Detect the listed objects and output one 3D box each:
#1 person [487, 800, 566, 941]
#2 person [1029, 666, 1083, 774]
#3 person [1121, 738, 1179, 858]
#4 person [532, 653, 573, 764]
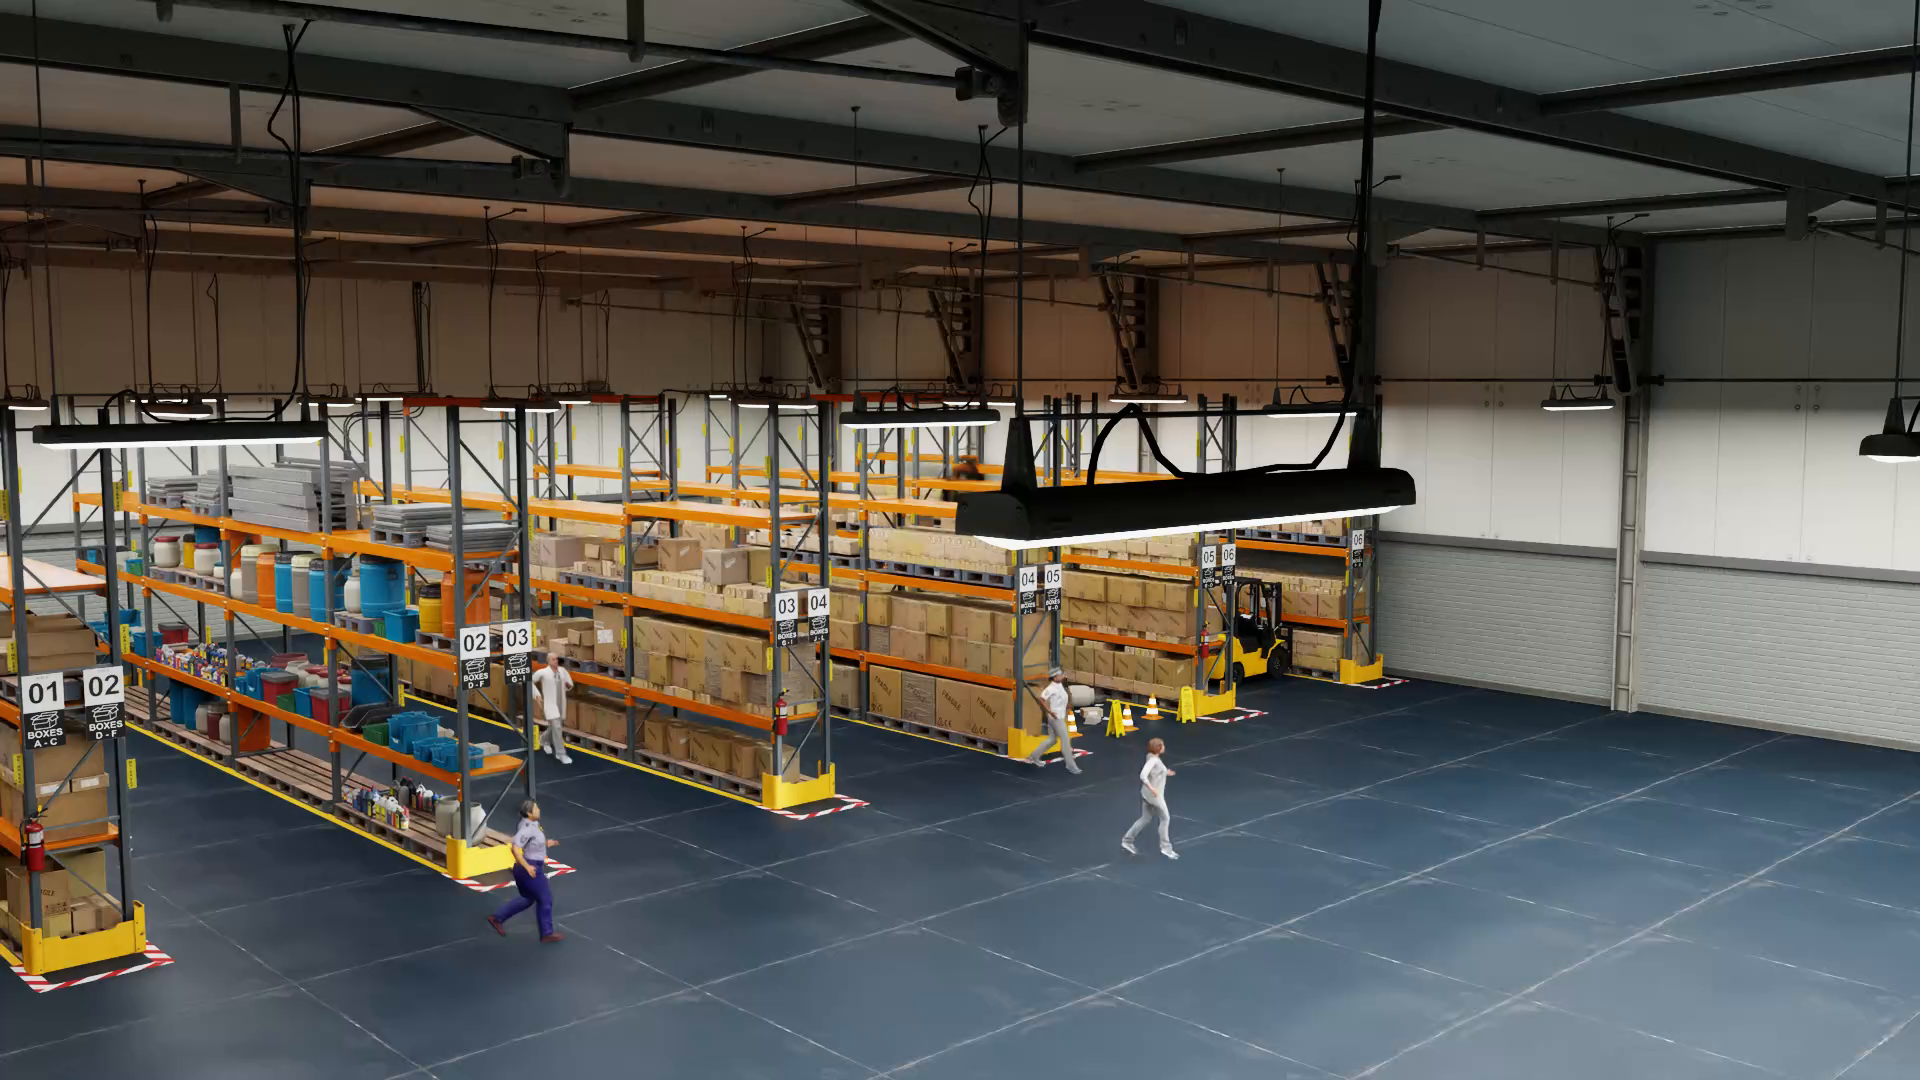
[{"bbox_3d":[-4.855,3.711,18.614,0.837,1.626,0.610,-2,6,-21],"label":"person"},{"bbox_3d":[1.555,2.898,26.864,0.897,1.721,0.614,1,6,9],"label":"person"},{"bbox_3d":[2.510,3.411,21.980,0.792,1.629,0.519,-1,6,-11],"label":"person"},{"bbox_3d":[-6.727,2.751,27.578,1.034,1.781,0.695,5,7,39],"label":"person"}]
